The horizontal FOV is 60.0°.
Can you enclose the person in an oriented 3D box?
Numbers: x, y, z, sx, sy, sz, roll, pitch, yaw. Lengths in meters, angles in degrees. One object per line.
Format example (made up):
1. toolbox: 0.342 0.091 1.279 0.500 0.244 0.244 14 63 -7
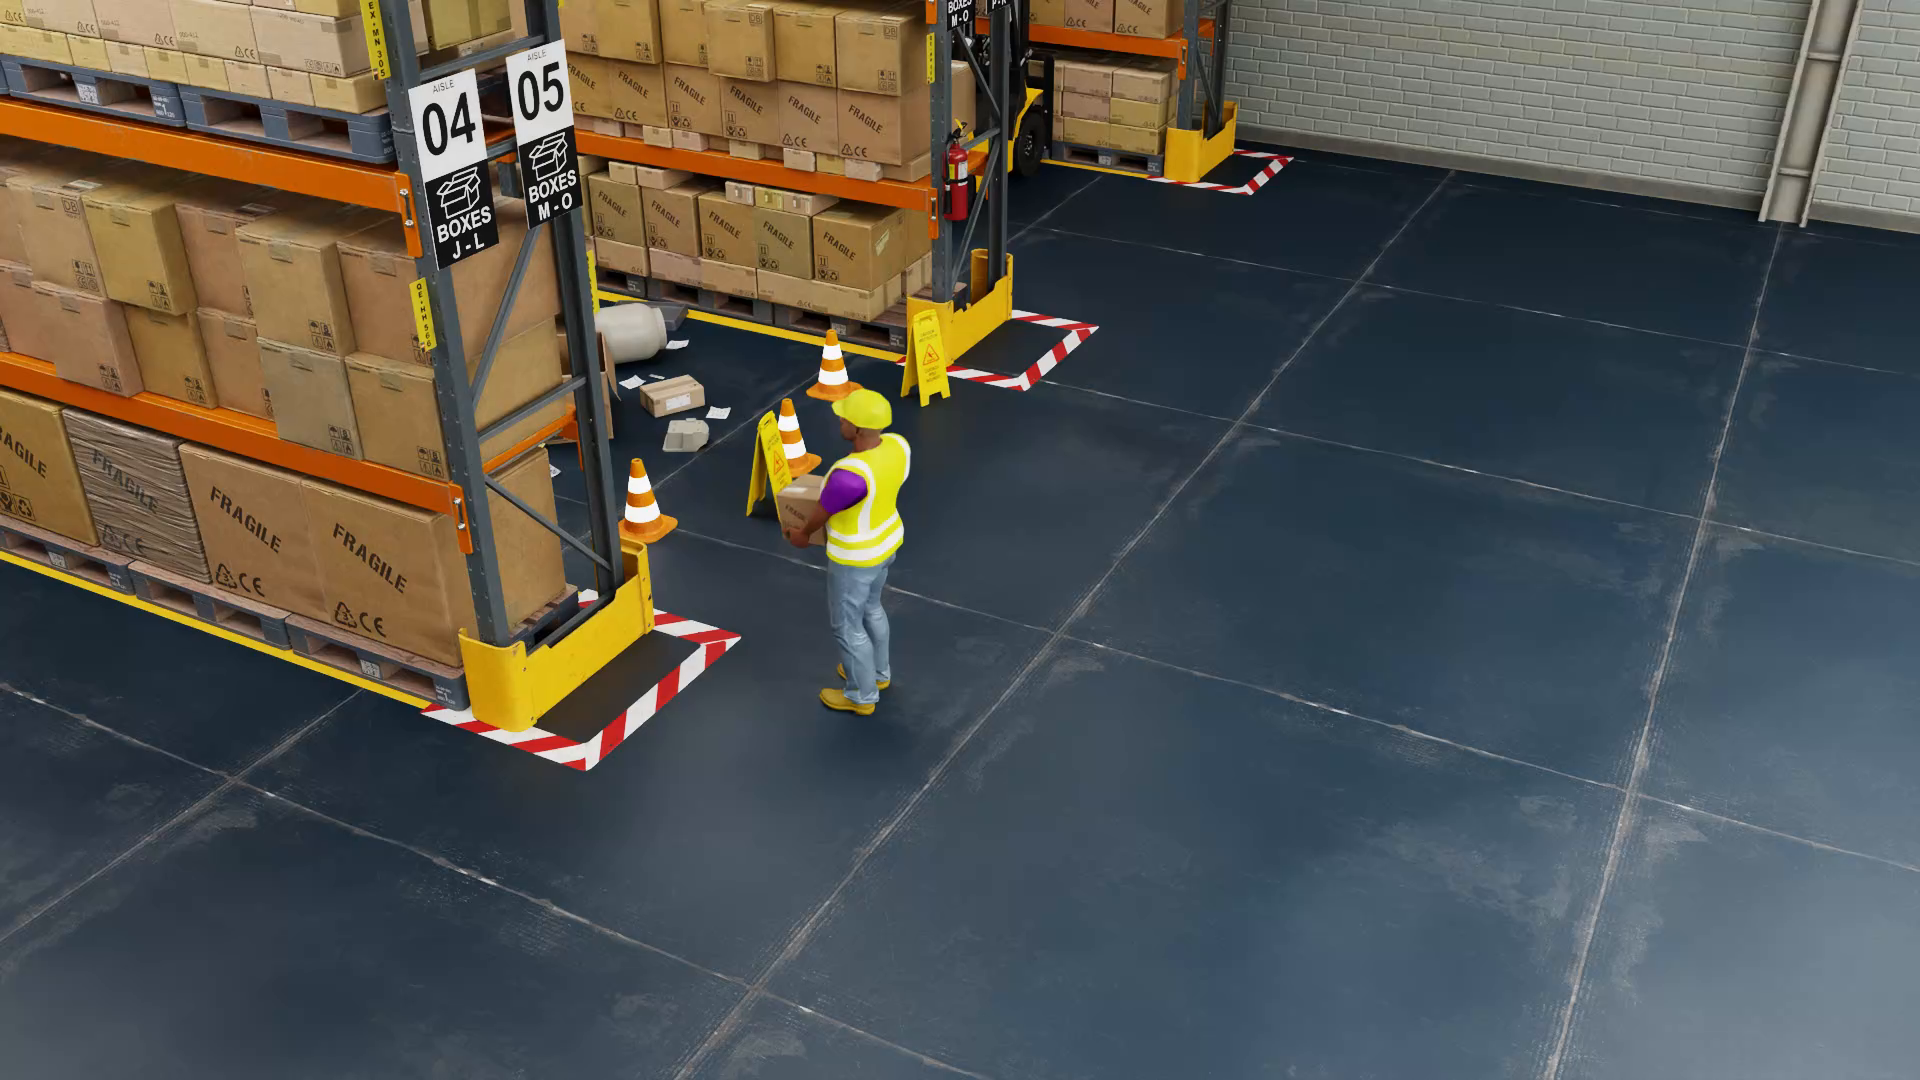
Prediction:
1. person: -0.508 0.049 8.190 0.461 1.759 0.629 12 32 21
